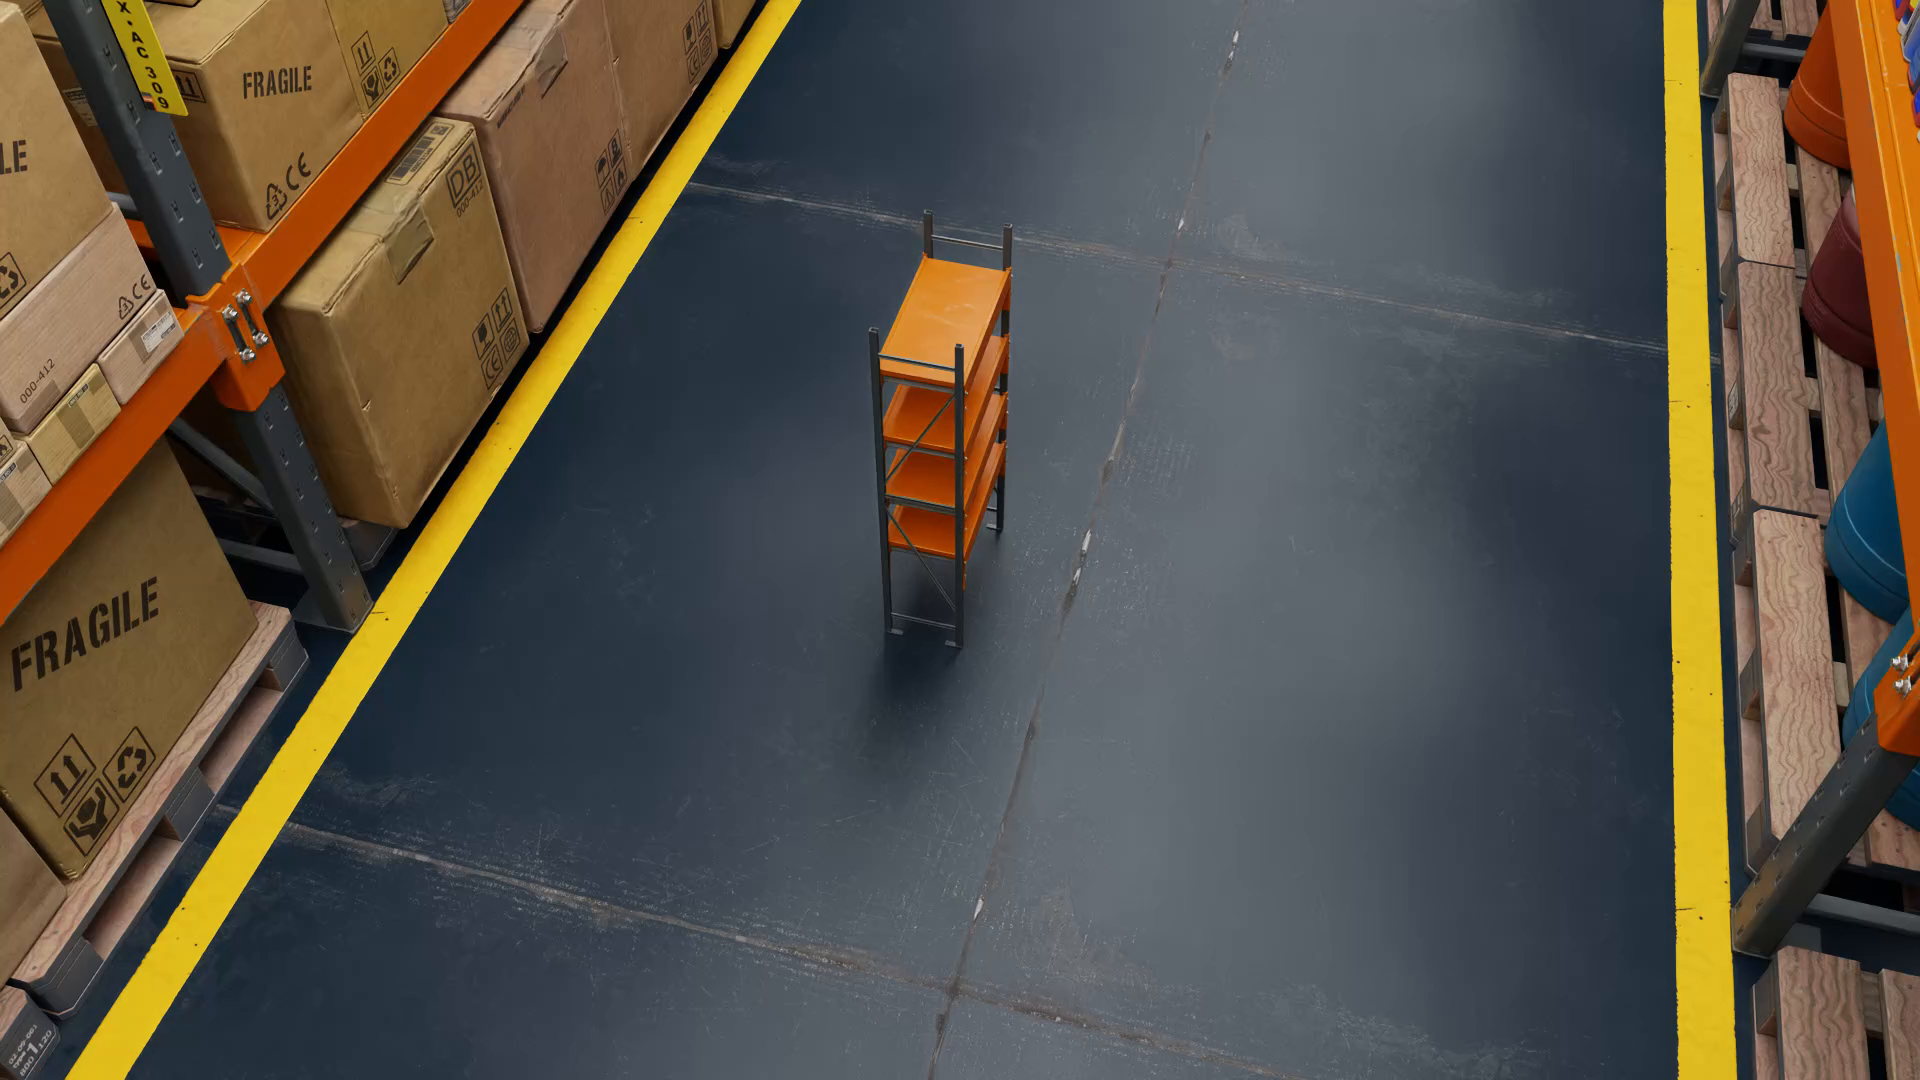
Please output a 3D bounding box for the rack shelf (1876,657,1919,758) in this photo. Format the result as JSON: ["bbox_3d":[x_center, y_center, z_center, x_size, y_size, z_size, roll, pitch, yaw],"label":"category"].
[{"bbox_3d":[1.969,1.815,2.127,1.077,0.370,4.000,12,50,10],"label":"rack shelf"}]

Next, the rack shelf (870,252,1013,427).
[{"bbox_3d":[-0.044,-0.537,4.400,0.258,0.148,0.480,12,50,10],"label":"rack shelf"}]

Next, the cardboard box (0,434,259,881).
[{"bbox_3d":[-2.534,0.179,4.229,0.875,0.875,0.875,12,50,10],"label":"cardboard box"}]

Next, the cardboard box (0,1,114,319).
[{"bbox_3d":[-2.146,-0.759,3.321,0.500,0.500,0.500,13,50,11],"label":"cardboard box"}]

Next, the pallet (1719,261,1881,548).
[{"bbox_3d":[3.058,-0.382,5.446,1.003,0.211,1.213,12,50,10],"label":"pallet"}]

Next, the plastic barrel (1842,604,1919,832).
[{"bbox_3d":[2.655,0.296,4.108,0.600,0.901,0.708,12,50,10],"label":"plastic barrel"}]

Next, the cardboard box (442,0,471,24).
[{"bbox_3d":[-1.657,-1.889,4.850,0.500,0.500,0.500,11,49,9],"label":"cardboard box"}]

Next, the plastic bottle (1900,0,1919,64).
[{"bbox_3d":[2.758,-1.470,4.629,0.152,0.276,0.135,12,50,10],"label":"plastic bottle"}]

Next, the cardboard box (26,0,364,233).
[{"bbox_3d":[-1.920,-1.164,4.210,0.500,0.500,0.500,12,50,10],"label":"cardboard box"}]

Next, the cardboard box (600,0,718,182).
[{"bbox_3d":[-1.674,-2.038,6.185,1.225,0.875,0.875,12,50,10],"label":"cardboard box"}]

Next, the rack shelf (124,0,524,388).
[{"bbox_3d":[-1.756,-2.056,5.543,1.077,0.370,4.000,12,50,10],"label":"rack shelf"}]

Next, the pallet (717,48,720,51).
[{"bbox_3d":[-1.510,-2.262,7.106,1.003,0.211,1.213,12,50,10],"label":"pallet"}]

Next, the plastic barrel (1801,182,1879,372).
[{"bbox_3d":[3.139,-0.930,5.398,0.600,0.588,0.708,12,50,10],"label":"plastic barrel"}]

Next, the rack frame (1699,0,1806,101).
[{"bbox_3d":[3.548,-2.763,5.688,1.000,3.000,0.127,12,50,10],"label":"rack frame"}]

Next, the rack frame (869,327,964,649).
[{"bbox_3d":[-0.108,-0.101,4.539,0.240,1.200,0.015,12,50,10],"label":"rack frame"}]

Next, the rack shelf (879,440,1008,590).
[{"bbox_3d":[-0.044,-0.101,4.894,0.258,0.148,0.480,12,50,10],"label":"rack shelf"}]

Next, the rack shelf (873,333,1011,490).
[{"bbox_3d":[-0.044,-0.381,4.577,0.258,0.148,0.480,12,50,10],"label":"rack shelf"}]

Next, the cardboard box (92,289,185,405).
[{"bbox_3d":[-2.047,-0.479,3.840,0.380,0.149,0.250,12,50,10],"label":"cardboard box"}]

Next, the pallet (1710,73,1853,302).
[{"bbox_3d":[3.381,-1.262,6.223,1.003,0.211,1.213,12,50,10],"label":"pallet"}]

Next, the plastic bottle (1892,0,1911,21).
[{"bbox_3d":[2.775,-1.648,4.782,0.061,0.283,0.133,12,50,10],"label":"plastic bottle"}]

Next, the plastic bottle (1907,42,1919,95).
[{"bbox_3d":[2.712,-1.380,4.500,0.144,0.351,0.185,12,50,10],"label":"plastic bottle"}]

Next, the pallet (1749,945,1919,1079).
[{"bbox_3d":[2.340,1.593,3.704,1.003,0.211,1.213,12,50,10],"label":"pallet"}]

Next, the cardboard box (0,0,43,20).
[{"bbox_3d":[-2.423,-1.272,4.306,0.500,0.500,0.500,12,50,10],"label":"cardboard box"}]

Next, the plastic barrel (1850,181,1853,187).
[{"bbox_3d":[3.374,-1.295,5.772,0.421,0.512,0.421,0,49,0],"label":"plastic barrel"}]

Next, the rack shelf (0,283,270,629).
[{"bbox_3d":[-2.809,0.838,2.990,1.077,0.370,4.000,12,50,10],"label":"rack shelf"}]

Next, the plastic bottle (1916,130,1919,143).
[{"bbox_3d":[2.617,-1.136,4.385,0.097,0.201,0.097,0,49,0],"label":"plastic bottle"}]

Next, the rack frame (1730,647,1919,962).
[{"bbox_3d":[2.496,0.130,3.134,1.000,3.000,0.127,12,50,10],"label":"rack frame"}]

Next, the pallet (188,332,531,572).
[{"bbox_3d":[-2.152,-0.497,5.548,1.003,0.211,1.213,12,50,10],"label":"pallet"}]

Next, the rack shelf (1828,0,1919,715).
[{"bbox_3d":[3.022,-1.078,4.681,1.077,0.370,4.000,12,50,10],"label":"rack shelf"}]

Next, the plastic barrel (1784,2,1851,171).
[{"bbox_3d":[3.436,-1.827,6.029,0.600,0.830,0.708,12,50,10],"label":"plastic barrel"}]

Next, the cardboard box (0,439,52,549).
[{"bbox_3d":[-2.182,-0.107,3.511,0.380,0.149,0.250,11,49,9],"label":"cardboard box"}]

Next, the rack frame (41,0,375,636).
[{"bbox_3d":[-2.283,-0.847,3.997,1.000,3.000,0.127,12,50,10],"label":"rack frame"}]

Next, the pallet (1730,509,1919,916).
[{"bbox_3d":[2.739,0.503,4.665,1.003,0.211,1.213,12,50,10],"label":"pallet"}]

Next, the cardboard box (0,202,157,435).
[{"bbox_3d":[-2.146,-0.525,3.614,0.500,0.250,0.500,11,49,9],"label":"cardboard box"}]

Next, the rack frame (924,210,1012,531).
[{"bbox_3d":[0.021,-0.454,4.850,0.240,1.200,0.015,12,50,10],"label":"rack frame"}]

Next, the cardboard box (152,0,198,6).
[{"bbox_3d":[-2.123,-1.676,3.993,0.797,0.503,0.637,10,49,9],"label":"cardboard box"}]

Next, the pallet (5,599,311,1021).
[{"bbox_3d":[-2.558,0.610,4.571,1.003,0.211,1.213,12,50,10],"label":"pallet"}]

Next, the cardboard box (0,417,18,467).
[{"bbox_3d":[-2.280,-0.150,3.283,0.500,0.250,0.500,13,50,11],"label":"cardboard box"}]

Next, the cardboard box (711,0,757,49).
[{"bbox_3d":[-1.432,-2.681,6.753,1.225,0.875,0.875,9,49,8],"label":"cardboard box"}]

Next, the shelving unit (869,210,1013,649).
[{"bbox_3d":[-0.044,-0.277,4.694,0.258,1.200,0.503,12,50,10],"label":"shelving unit"}]

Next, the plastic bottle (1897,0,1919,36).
[{"bbox_3d":[2.762,-1.557,4.710,0.097,0.271,0.097,0,49,0],"label":"plastic bottle"}]

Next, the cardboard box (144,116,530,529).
[{"bbox_3d":[-2.134,-0.750,5.048,1.225,0.875,0.875,12,50,10],"label":"cardboard box"}]

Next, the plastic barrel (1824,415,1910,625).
[{"bbox_3d":[2.842,-0.217,4.560,0.600,0.901,0.708,12,50,10],"label":"plastic barrel"}]

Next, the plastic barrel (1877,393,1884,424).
[{"bbox_3d":[3.076,-0.479,5.051,0.421,0.512,0.421,0,49,0],"label":"plastic barrel"}]

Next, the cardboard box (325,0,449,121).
[{"bbox_3d":[-1.789,-1.527,4.531,0.500,0.500,0.500,12,50,10],"label":"cardboard box"}]

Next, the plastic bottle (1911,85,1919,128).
[{"bbox_3d":[2.630,-1.250,4.431,0.061,0.283,0.133,12,50,10],"label":"plastic bottle"}]

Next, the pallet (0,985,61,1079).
[{"bbox_3d":[-2.877,1.495,3.789,1.003,0.211,1.213,12,50,10],"label":"pallet"}]

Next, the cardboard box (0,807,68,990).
[{"bbox_3d":[-2.770,0.830,3.654,0.875,0.875,0.875,12,50,10],"label":"cardboard box"}]

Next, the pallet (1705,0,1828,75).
[{"bbox_3d":[3.790,-2.393,7.221,1.003,0.211,1.213,12,50,10],"label":"pallet"}]

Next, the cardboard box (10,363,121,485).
[{"bbox_3d":[-2.115,-0.292,3.675,0.380,0.149,0.250,12,50,11],"label":"cardboard box"}]

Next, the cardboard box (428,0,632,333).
[{"bbox_3d":[-1.899,-1.396,5.619,1.225,0.875,0.875,10,49,9],"label":"cardboard box"}]

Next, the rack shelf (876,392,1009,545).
[{"bbox_3d":[-0.044,-0.233,4.745,0.258,0.148,0.480,12,50,10],"label":"rack shelf"}]

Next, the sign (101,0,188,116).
[{"bbox_3d":[-1.747,-1.051,3.547,0.100,0.325,0.005,12,50,10],"label":"sign"}]
